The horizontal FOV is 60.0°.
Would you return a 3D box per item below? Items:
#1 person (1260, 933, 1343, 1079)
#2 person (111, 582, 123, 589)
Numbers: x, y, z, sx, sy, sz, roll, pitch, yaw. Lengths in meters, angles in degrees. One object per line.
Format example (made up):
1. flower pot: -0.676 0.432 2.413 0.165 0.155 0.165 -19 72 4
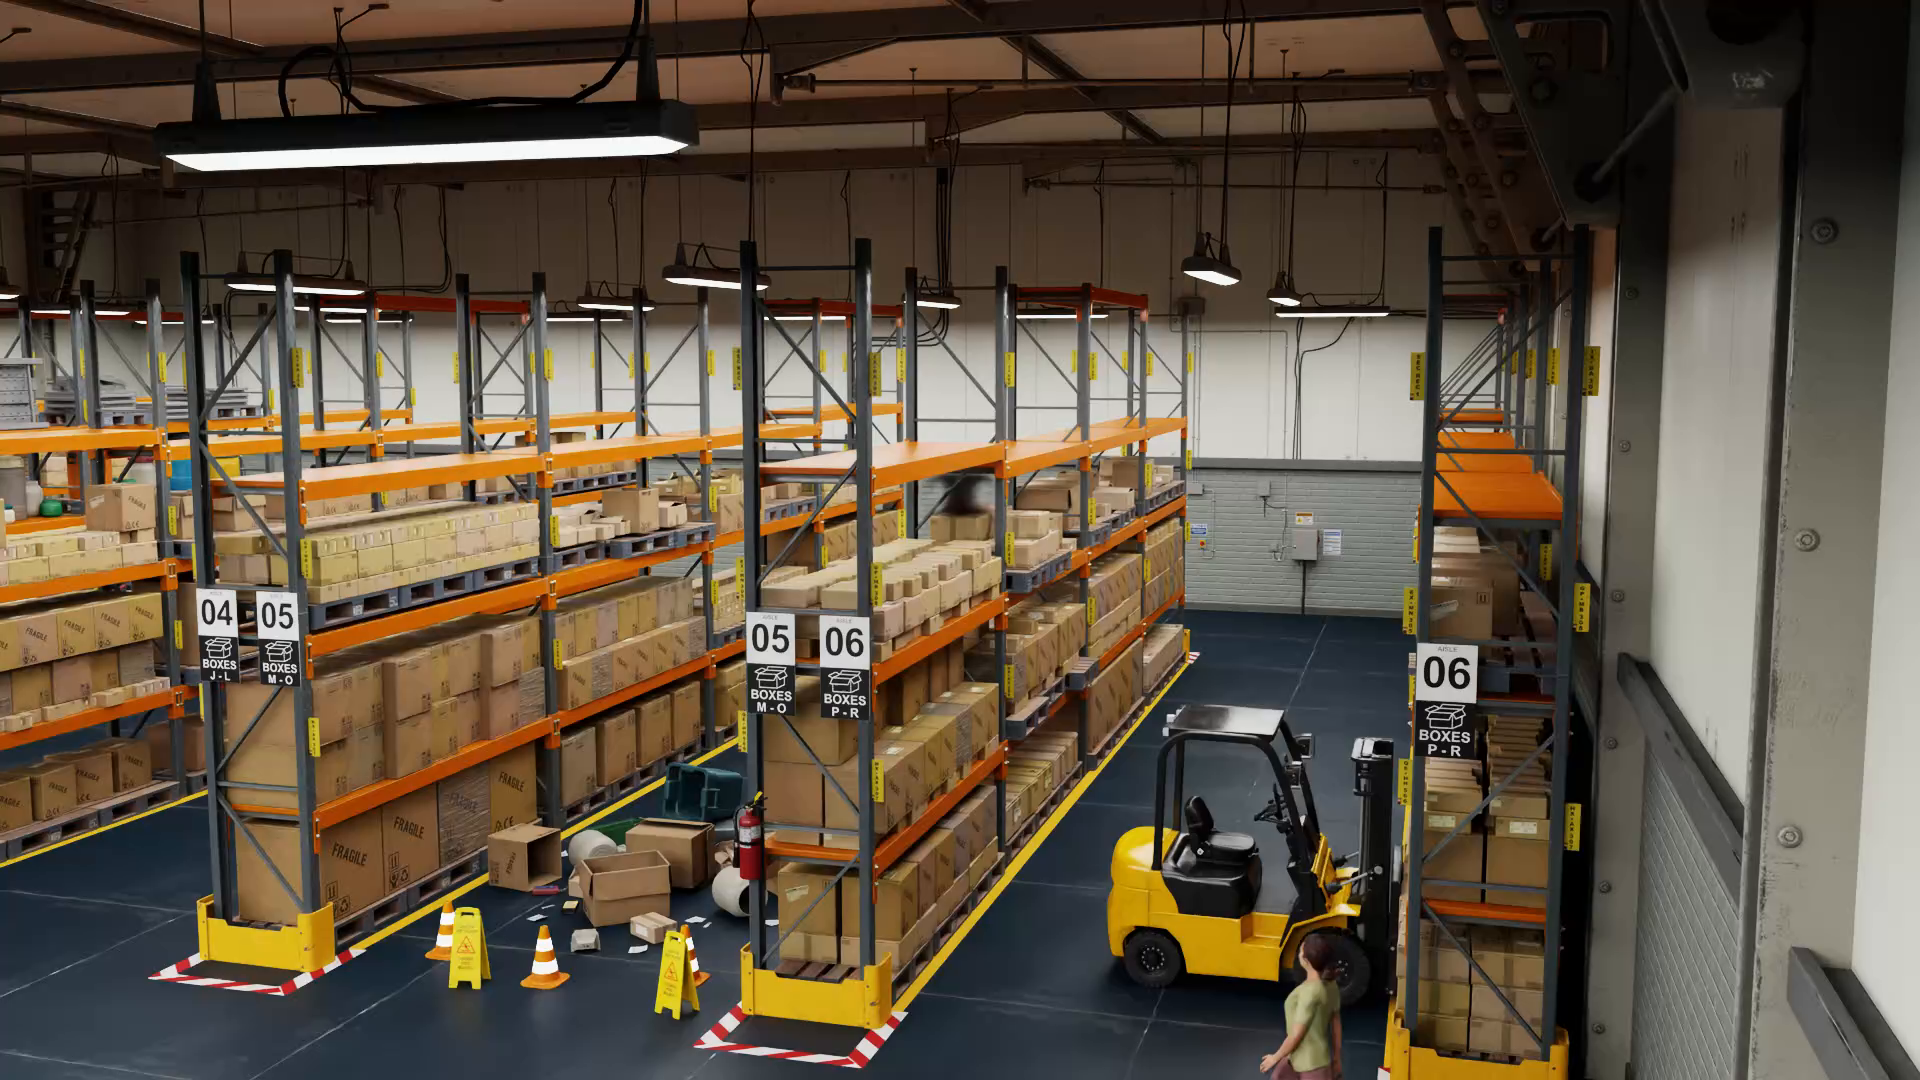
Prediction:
1. person: 2.140 3.212 10.253 1.054 1.621 0.414 0 6 2
2. person: -14.835 1.081 29.003 0.426 1.748 0.597 2 7 18
